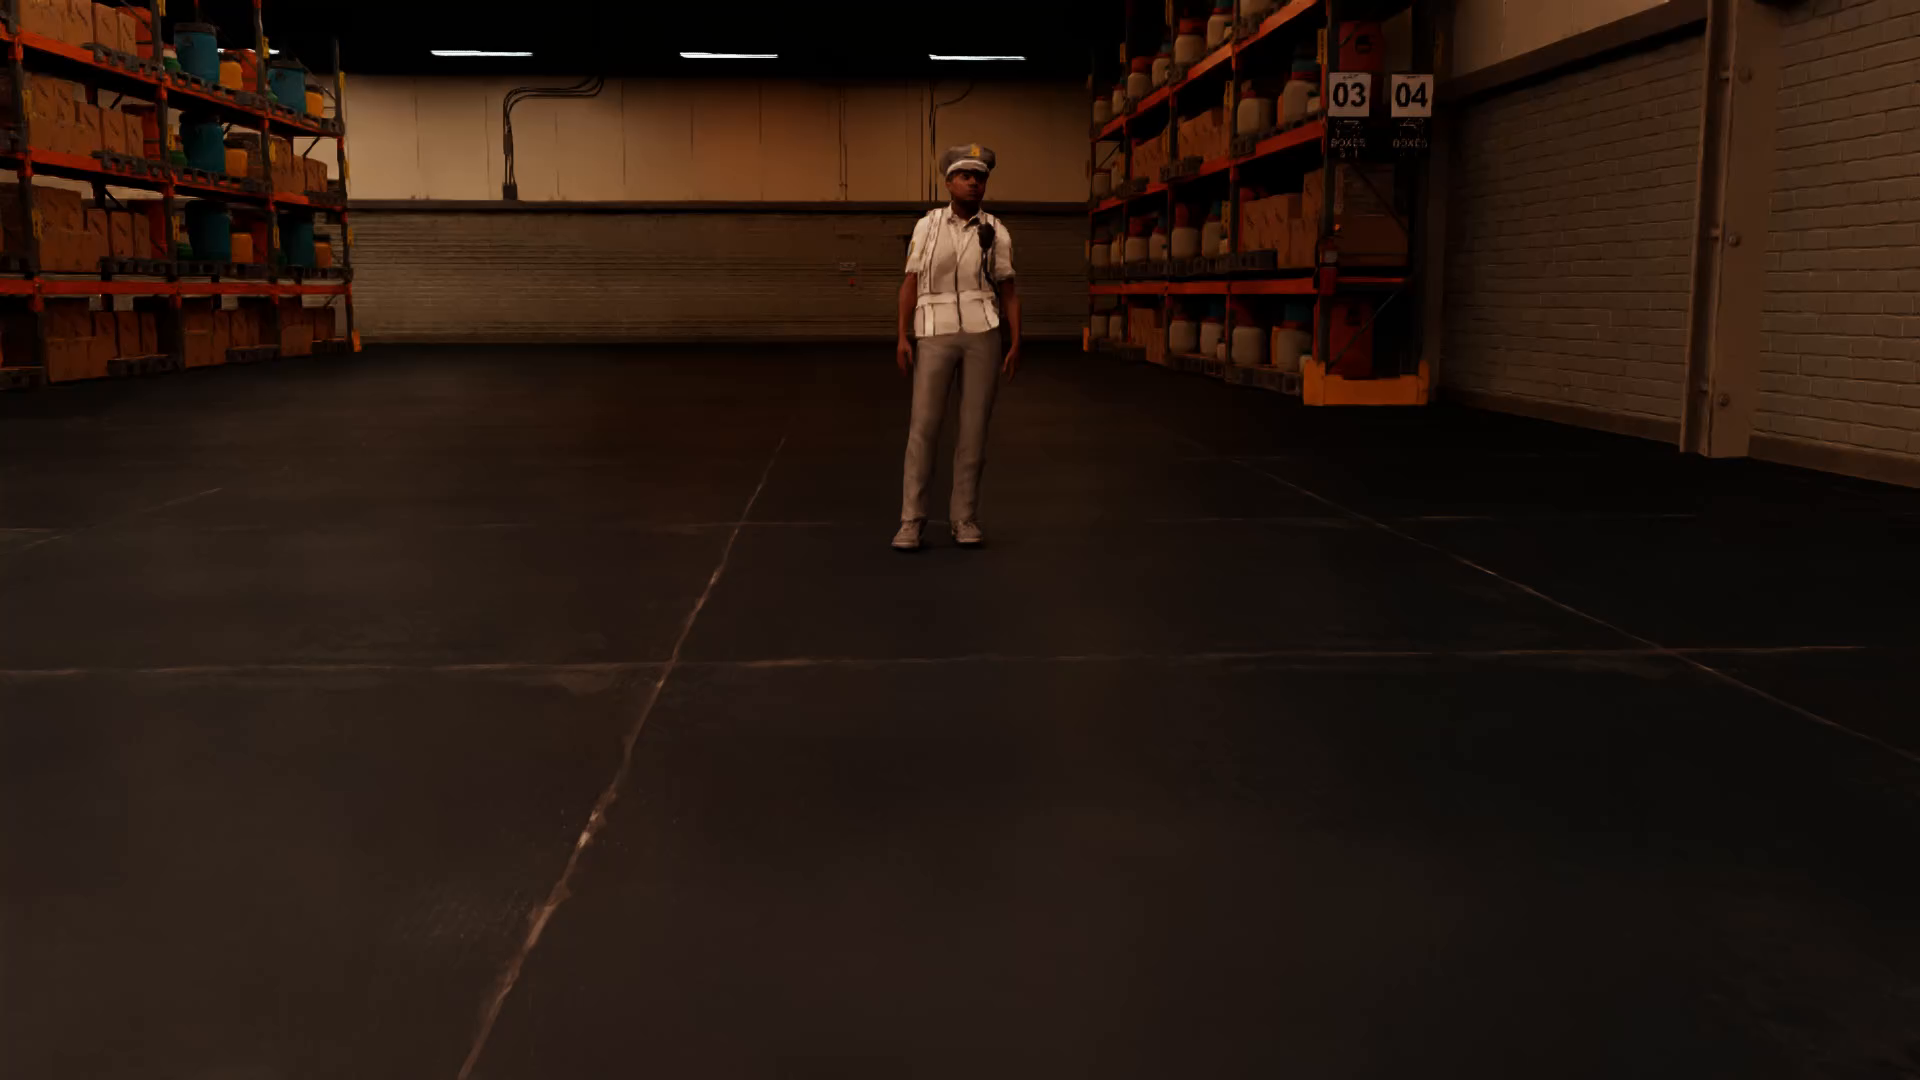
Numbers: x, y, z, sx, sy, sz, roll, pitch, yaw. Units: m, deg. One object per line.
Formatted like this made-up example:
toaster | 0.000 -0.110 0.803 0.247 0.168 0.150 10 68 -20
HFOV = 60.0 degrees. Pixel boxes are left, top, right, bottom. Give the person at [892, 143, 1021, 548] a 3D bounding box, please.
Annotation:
person | -0.015 -0.835 7.109 0.570 1.695 0.529 -1 8 -4
